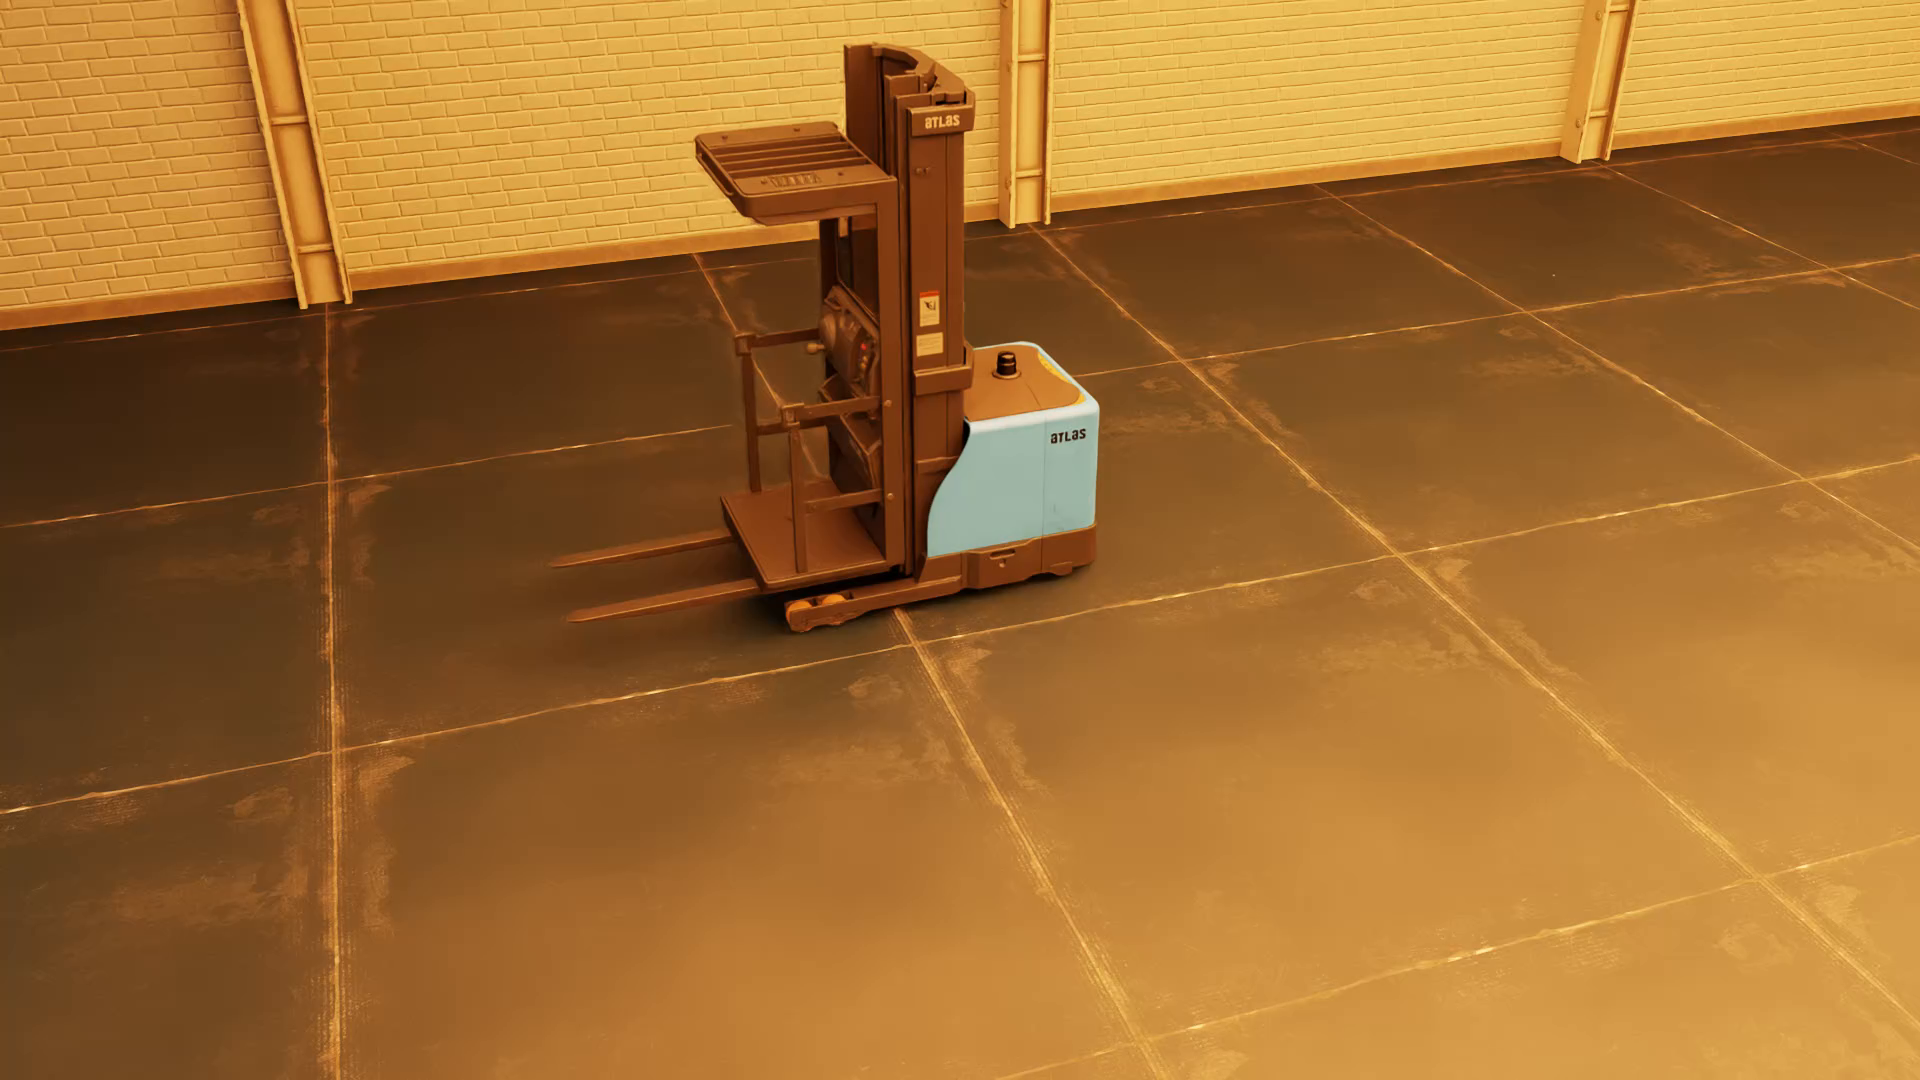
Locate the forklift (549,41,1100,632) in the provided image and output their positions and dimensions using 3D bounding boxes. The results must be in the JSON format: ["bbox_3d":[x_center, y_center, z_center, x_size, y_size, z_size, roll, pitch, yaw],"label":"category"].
[{"bbox_3d":[-0.782,-1.062,8.933,3.031,2.935,1.130,-11,32,-18],"label":"forklift"}]
